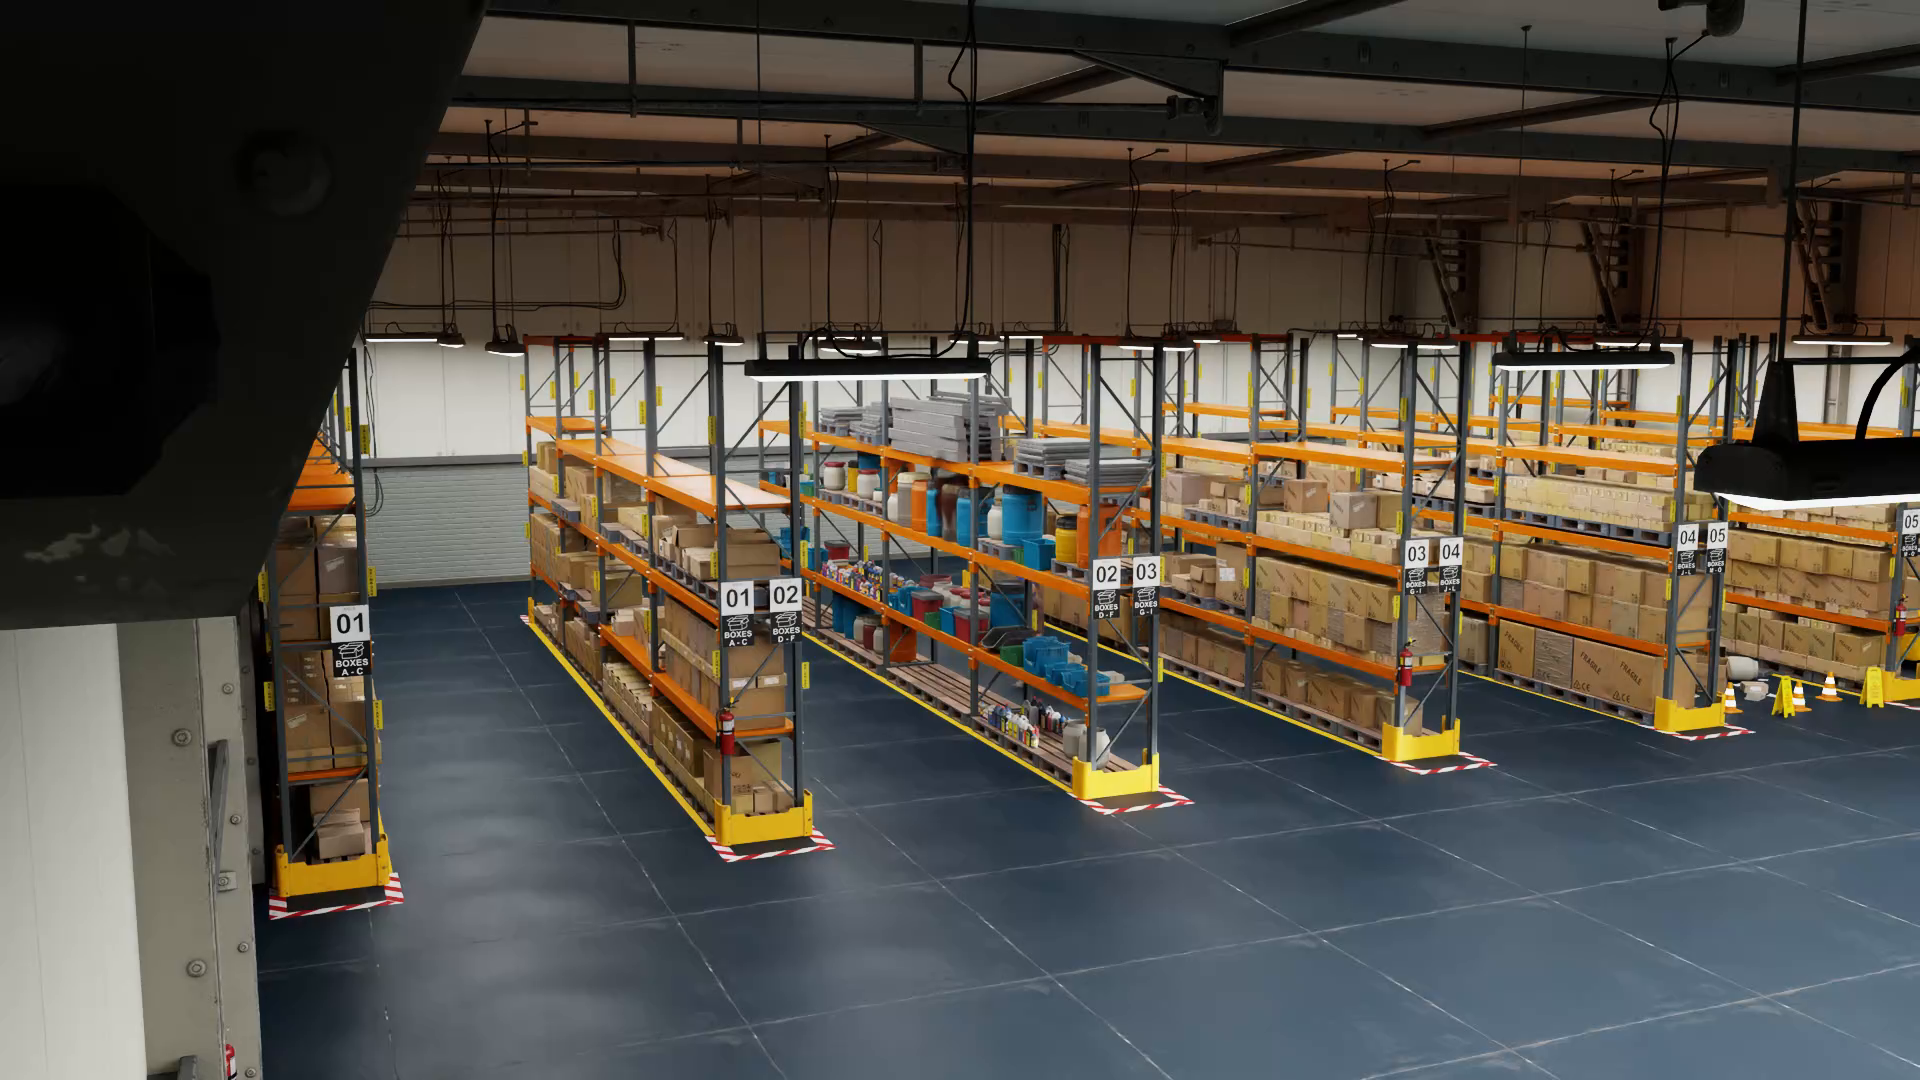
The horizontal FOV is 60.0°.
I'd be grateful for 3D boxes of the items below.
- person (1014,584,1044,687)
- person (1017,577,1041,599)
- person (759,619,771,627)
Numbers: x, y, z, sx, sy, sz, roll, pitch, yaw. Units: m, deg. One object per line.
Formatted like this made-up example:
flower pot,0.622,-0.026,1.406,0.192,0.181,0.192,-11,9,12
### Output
person,1.096,1.619,28.749,0.633,1.768,0.625,-5,9,-33
person,1.348,1.190,32.719,0.453,1.600,1.029,-3,8,-21
person,-4.038,0.919,34.183,0.610,1.819,0.436,5,9,34
